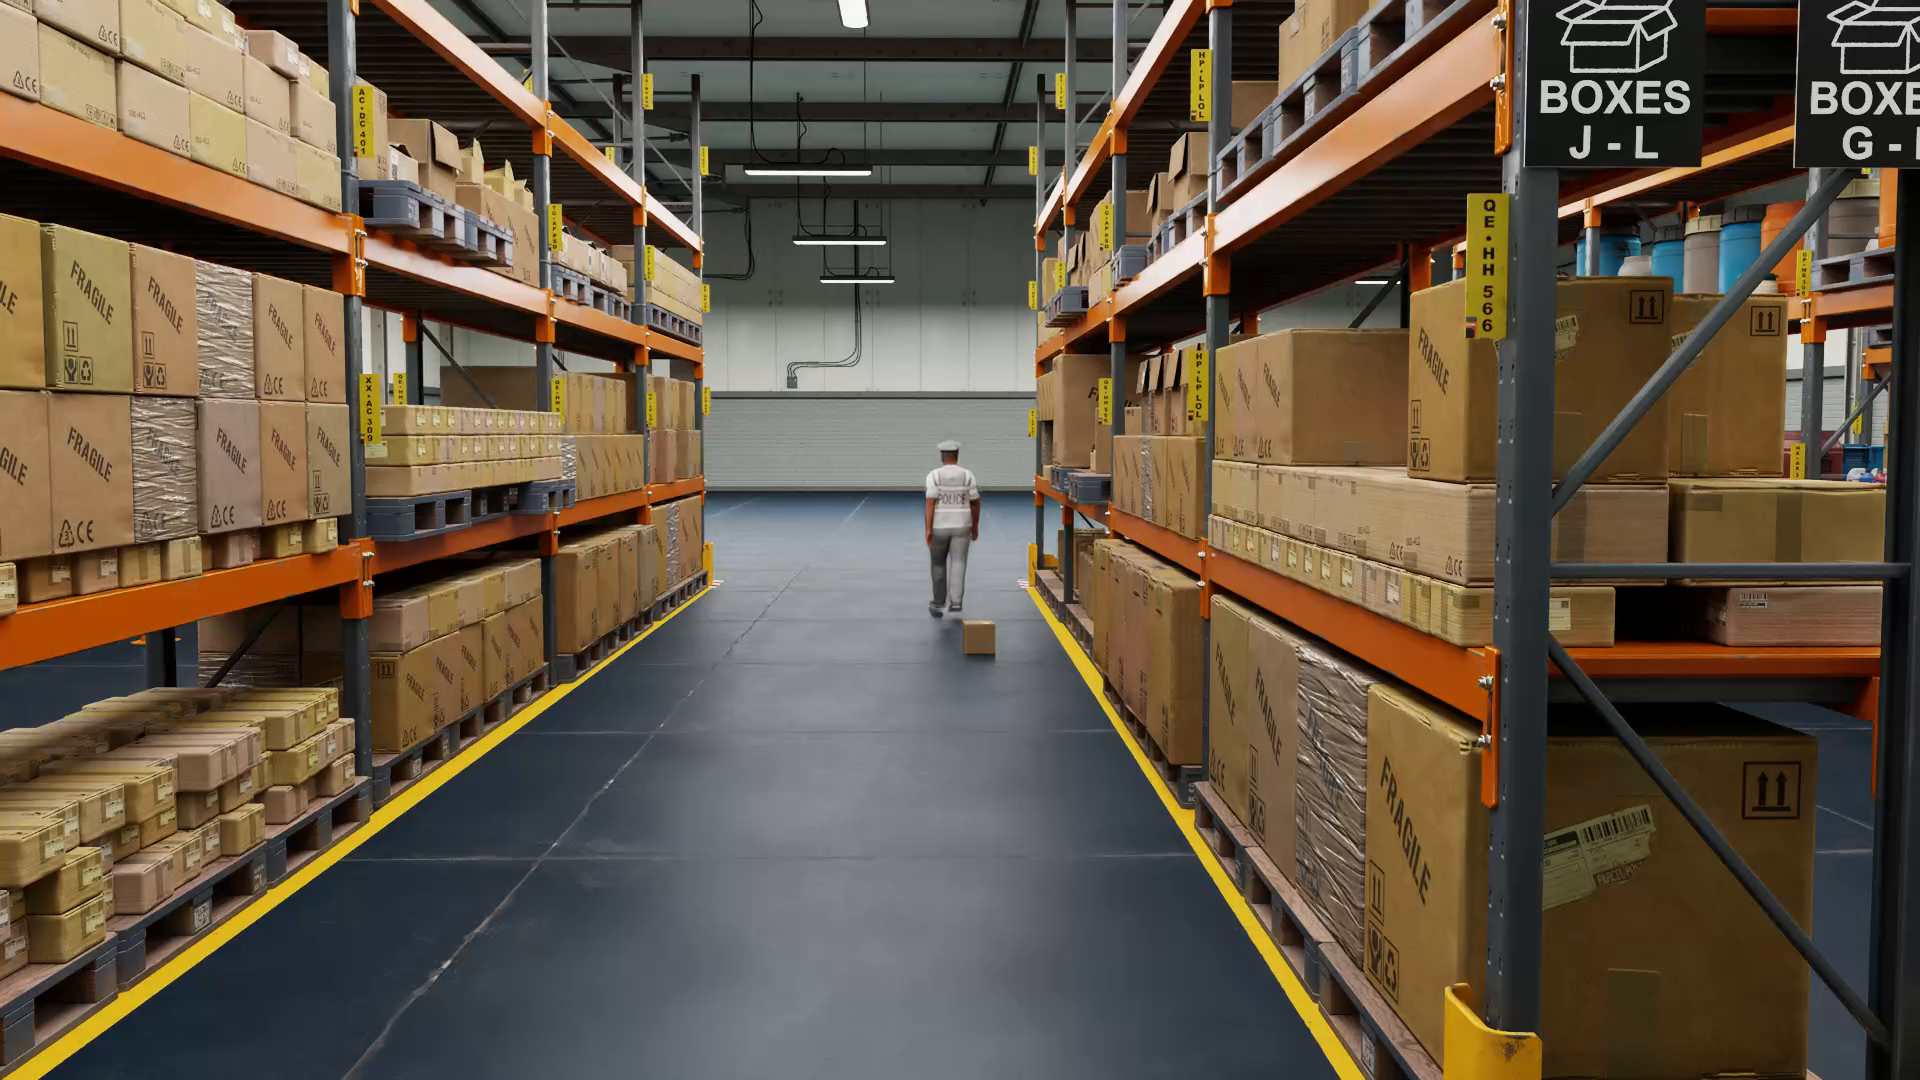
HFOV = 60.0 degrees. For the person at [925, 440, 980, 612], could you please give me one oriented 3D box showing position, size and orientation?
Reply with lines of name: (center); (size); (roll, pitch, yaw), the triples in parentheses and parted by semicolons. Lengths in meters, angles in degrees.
person: (-0.076, -0.146, 16.702); (0.557, 1.707, 1.077); (0, 4, -2)
